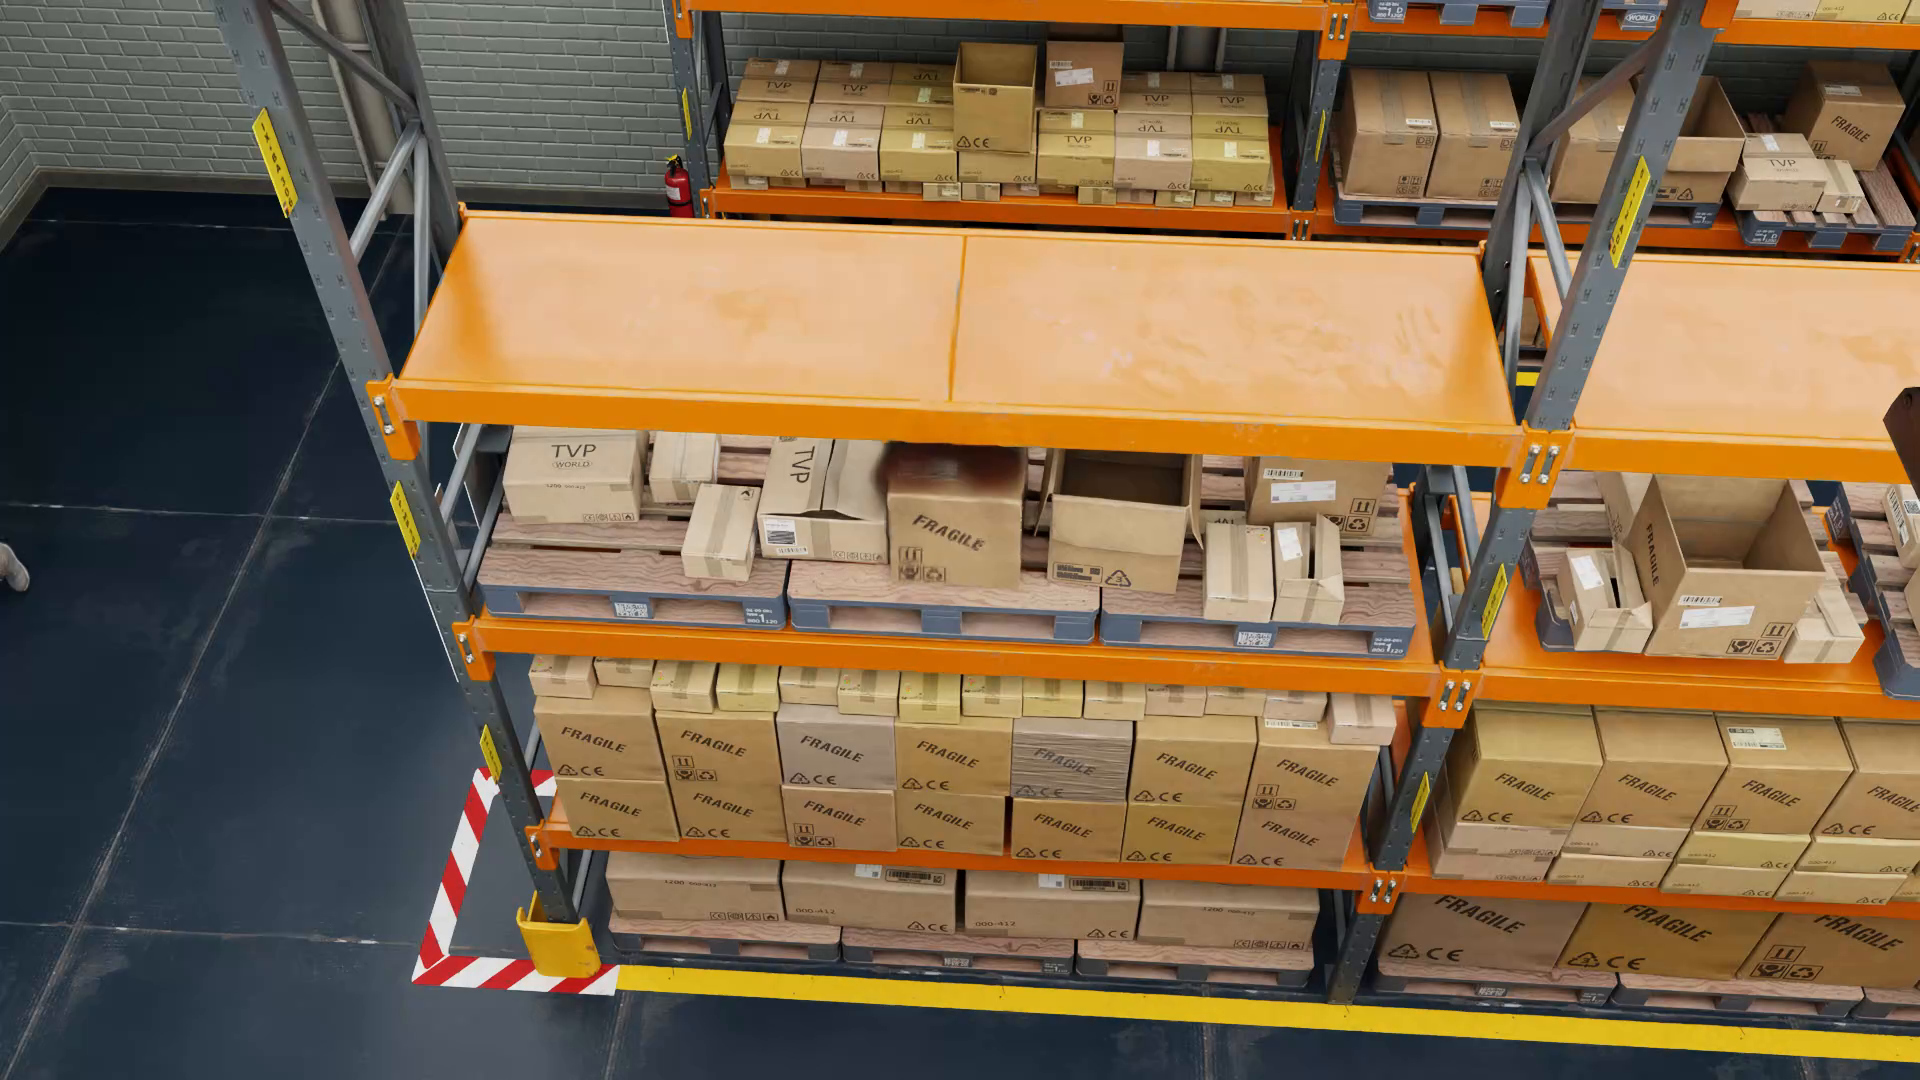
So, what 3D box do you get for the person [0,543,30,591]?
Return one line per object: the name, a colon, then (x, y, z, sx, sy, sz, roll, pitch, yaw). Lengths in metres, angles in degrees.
person: (-6.009, -0.021, 9.606, 0.580, 1.690, 0.726, -9, 49, -8)
